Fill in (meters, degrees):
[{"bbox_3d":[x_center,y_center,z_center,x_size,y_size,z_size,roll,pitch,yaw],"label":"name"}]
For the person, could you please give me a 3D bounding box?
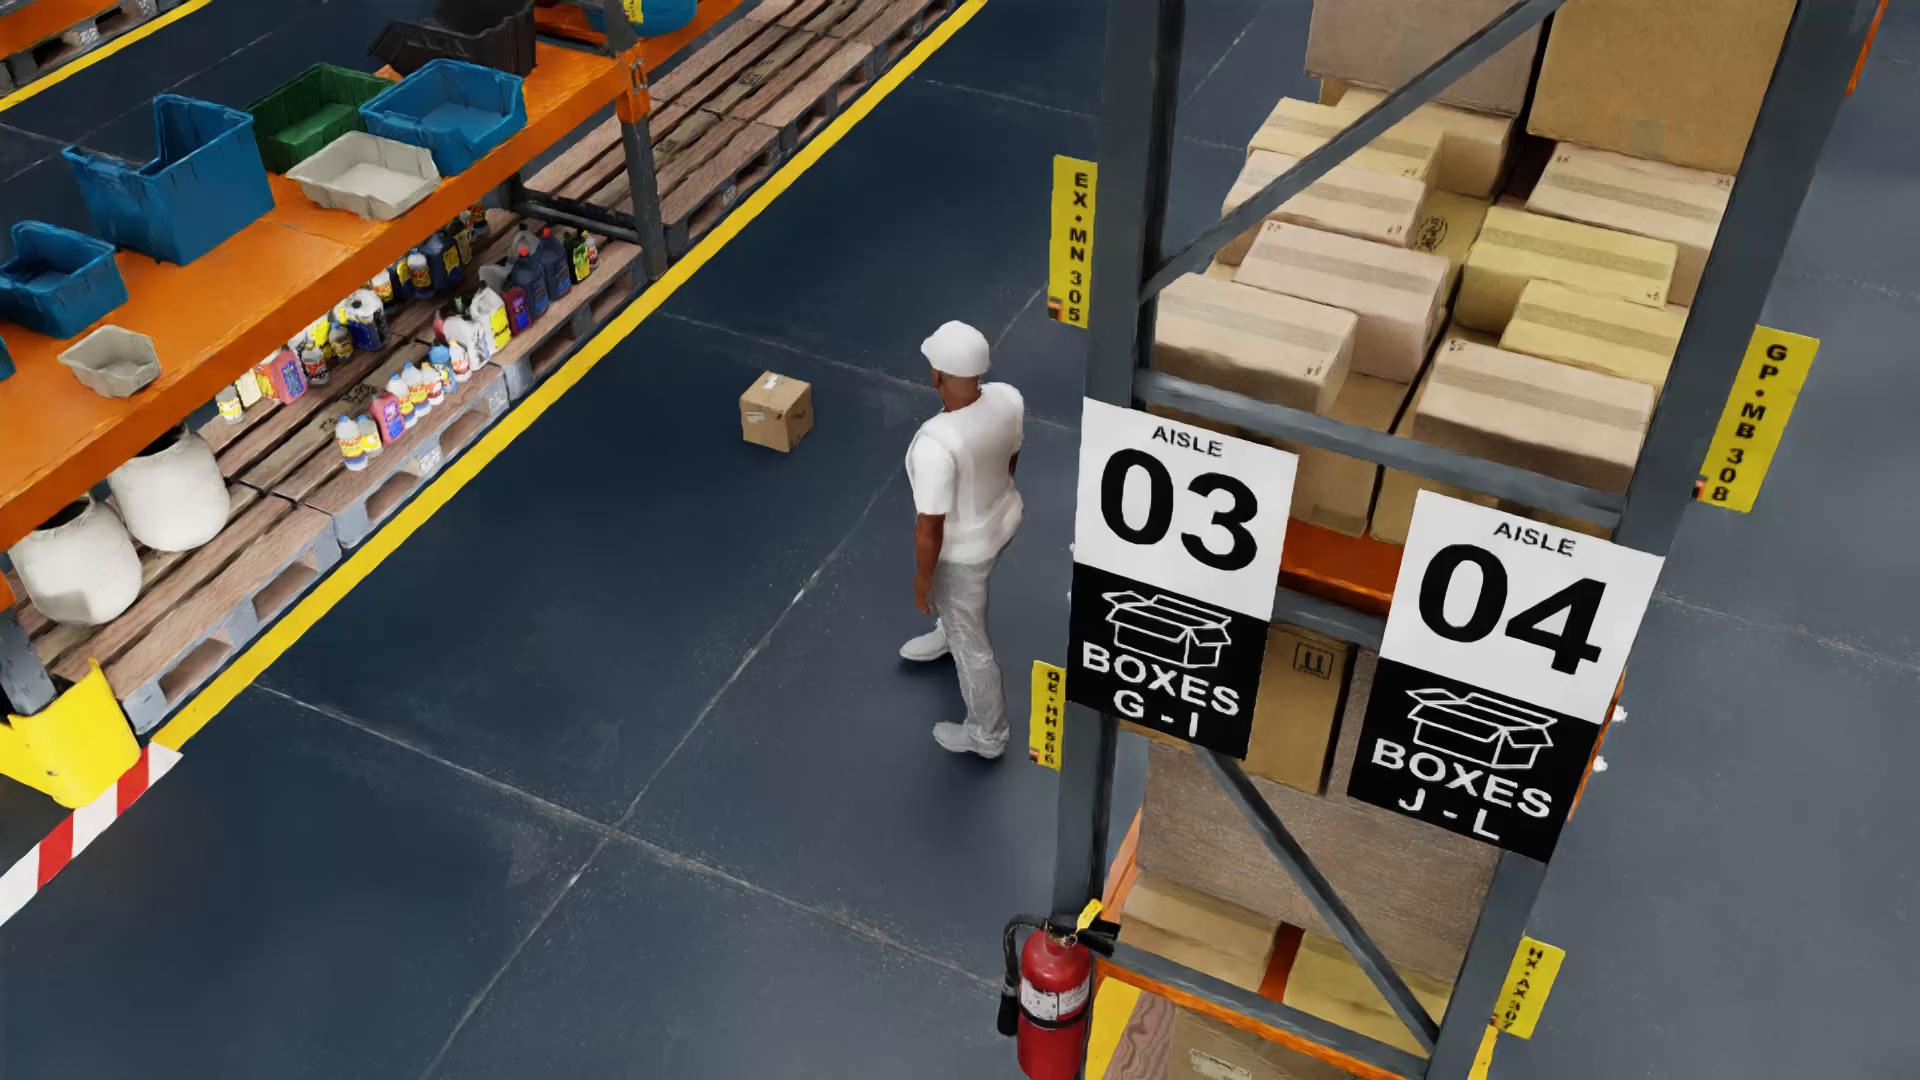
[{"bbox_3d":[0.004,-0.020,6.167,0.640,1.754,0.623,22,46,22],"label":"person"}]
